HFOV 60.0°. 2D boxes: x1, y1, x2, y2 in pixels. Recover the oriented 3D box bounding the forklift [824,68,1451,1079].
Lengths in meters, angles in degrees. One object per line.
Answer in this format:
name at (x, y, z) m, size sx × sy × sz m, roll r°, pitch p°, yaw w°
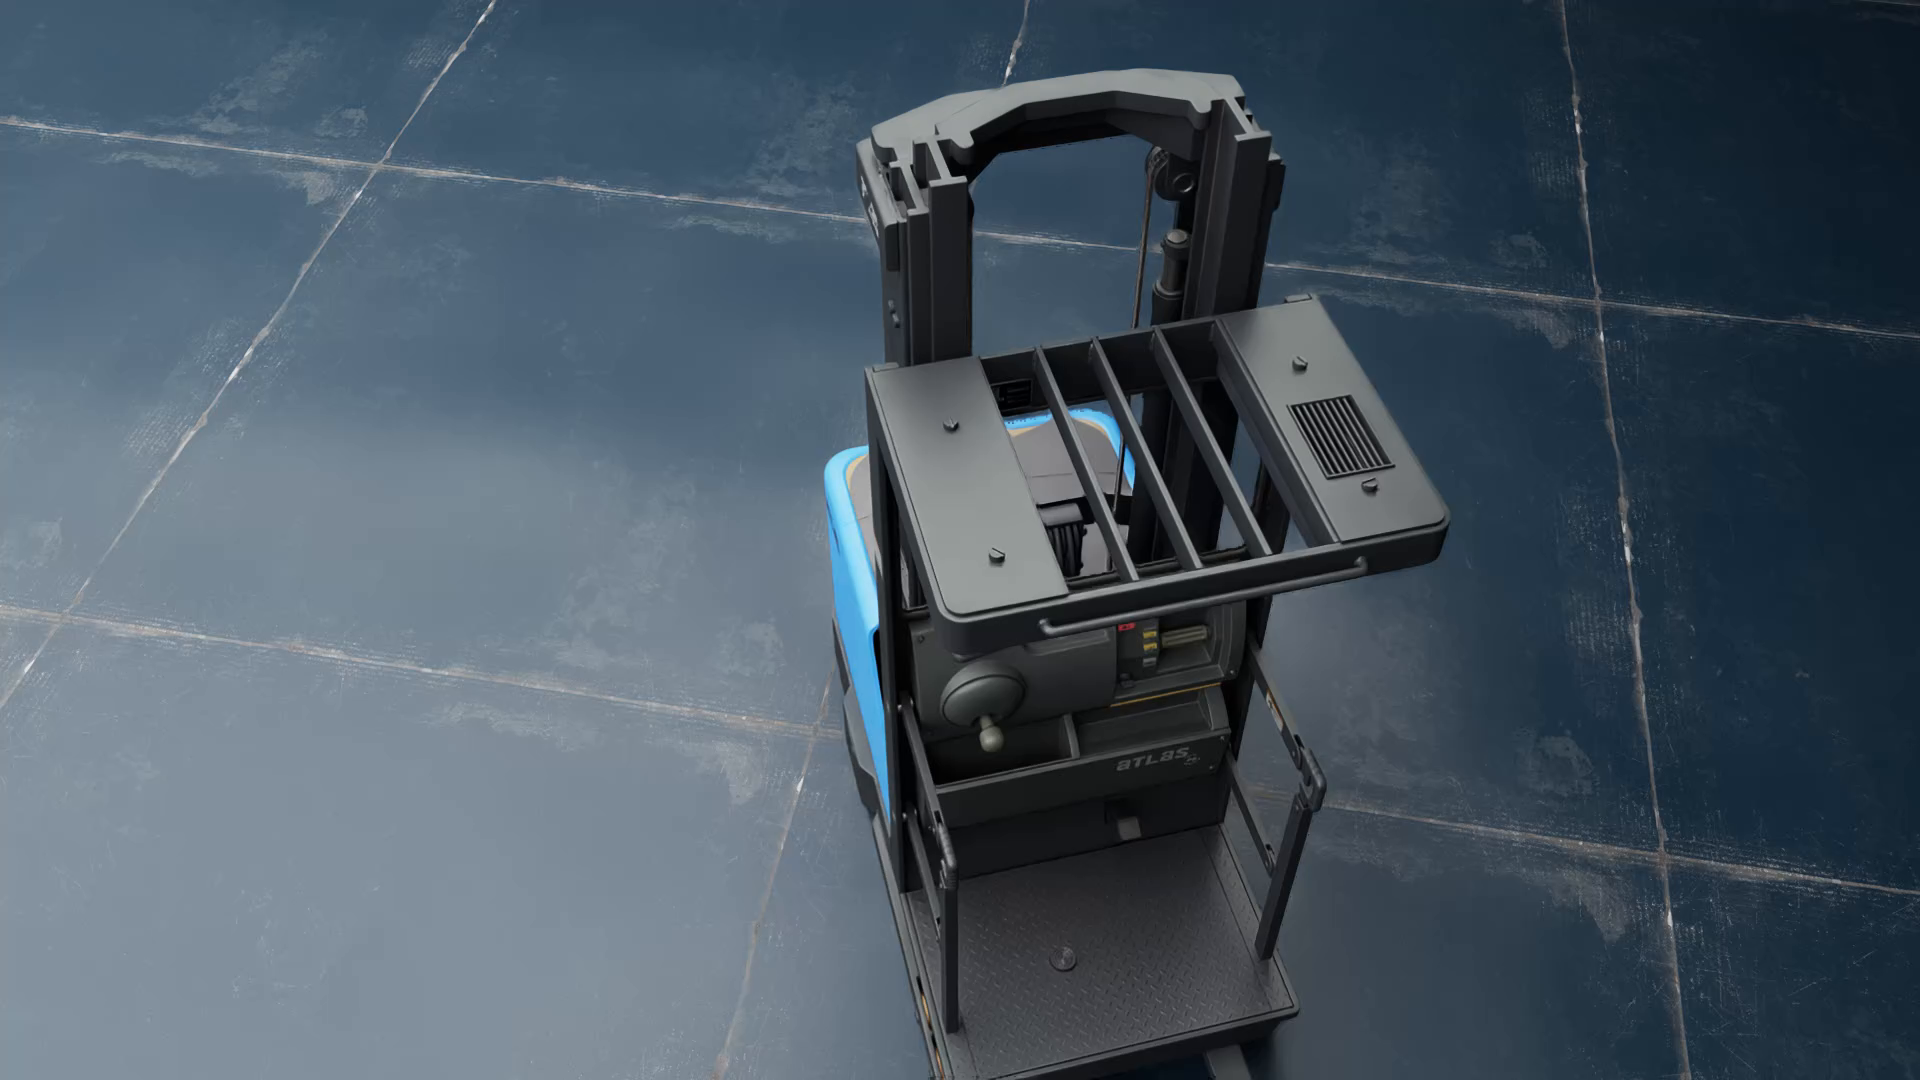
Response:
forklift at (0.384, 0.422, 4.373) m, size 1.130 × 2.935 × 3.031 m, roll -11°, pitch 49°, yaw -9°
